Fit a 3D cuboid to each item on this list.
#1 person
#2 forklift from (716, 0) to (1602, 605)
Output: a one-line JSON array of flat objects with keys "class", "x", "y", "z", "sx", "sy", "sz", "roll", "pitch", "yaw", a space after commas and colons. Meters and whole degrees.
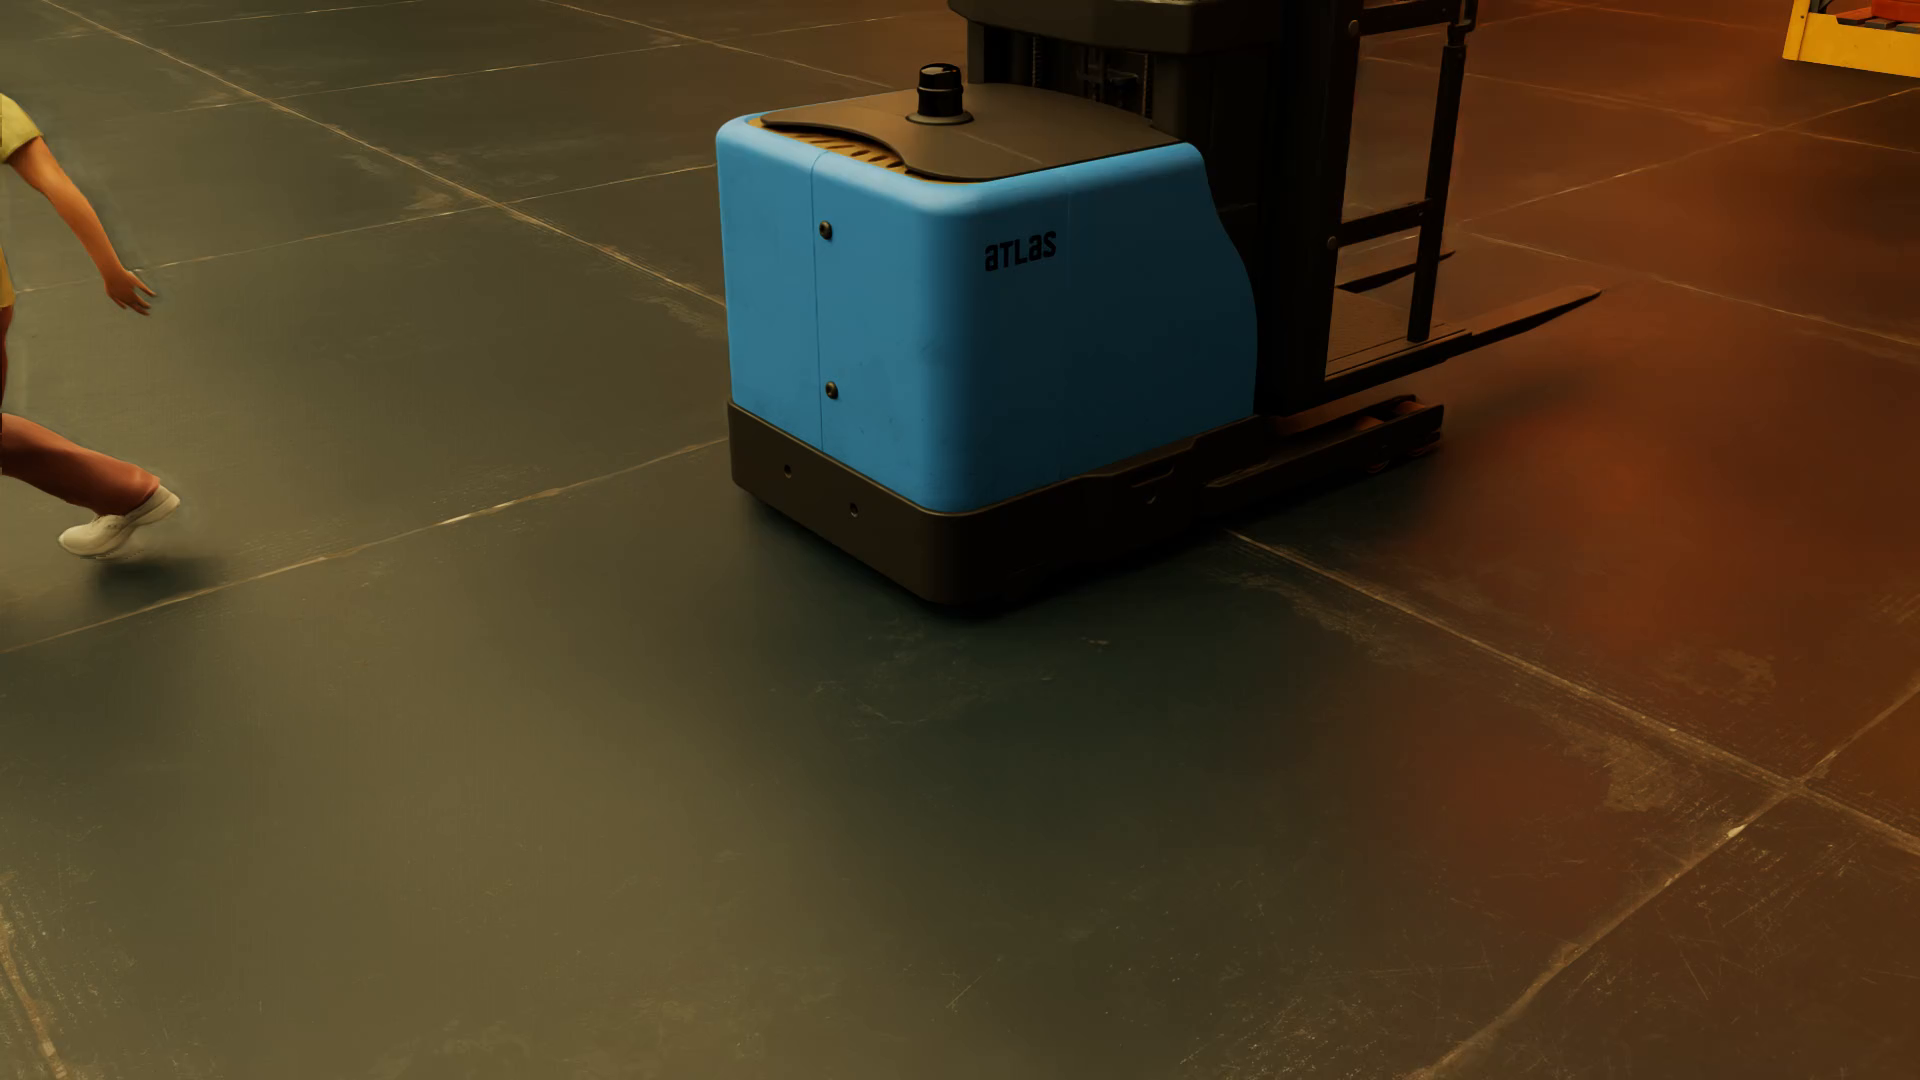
[{"class": "person", "x": -2.370, "y": -0.571, "z": 3.892, "sx": 0.838, "sy": 1.589, "sz": 0.495, "roll": -16, "pitch": 31, "yaw": -30}, {"class": "forklift", "x": 0.825, "y": -1.673, "z": 4.576, "sx": 3.031, "sy": 2.935, "sz": 1.130, "roll": -19, "pitch": 32, "yaw": -34}]
